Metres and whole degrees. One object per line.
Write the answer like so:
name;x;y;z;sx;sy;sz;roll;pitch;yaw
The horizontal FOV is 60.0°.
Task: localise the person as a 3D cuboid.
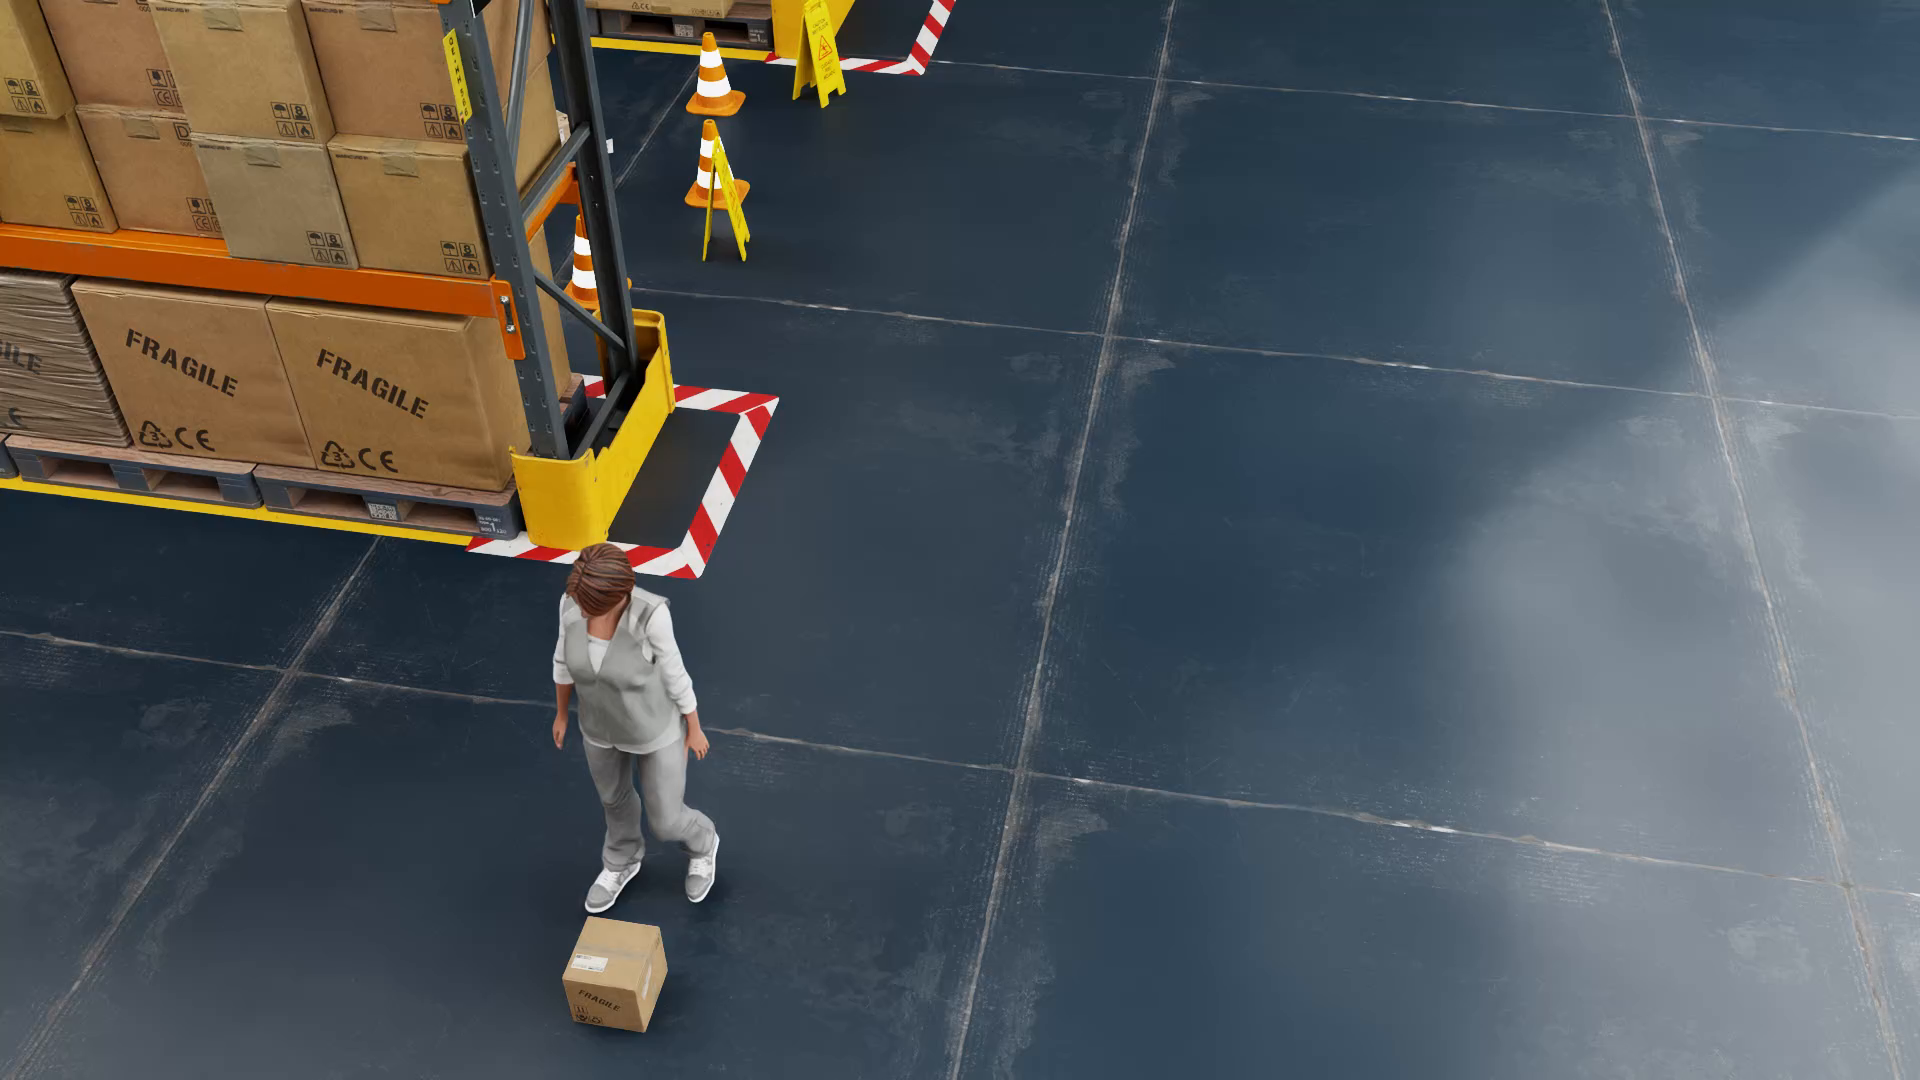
person;-1.091;0.632;5.428;0.510;1.586;0.399;13;43;14
